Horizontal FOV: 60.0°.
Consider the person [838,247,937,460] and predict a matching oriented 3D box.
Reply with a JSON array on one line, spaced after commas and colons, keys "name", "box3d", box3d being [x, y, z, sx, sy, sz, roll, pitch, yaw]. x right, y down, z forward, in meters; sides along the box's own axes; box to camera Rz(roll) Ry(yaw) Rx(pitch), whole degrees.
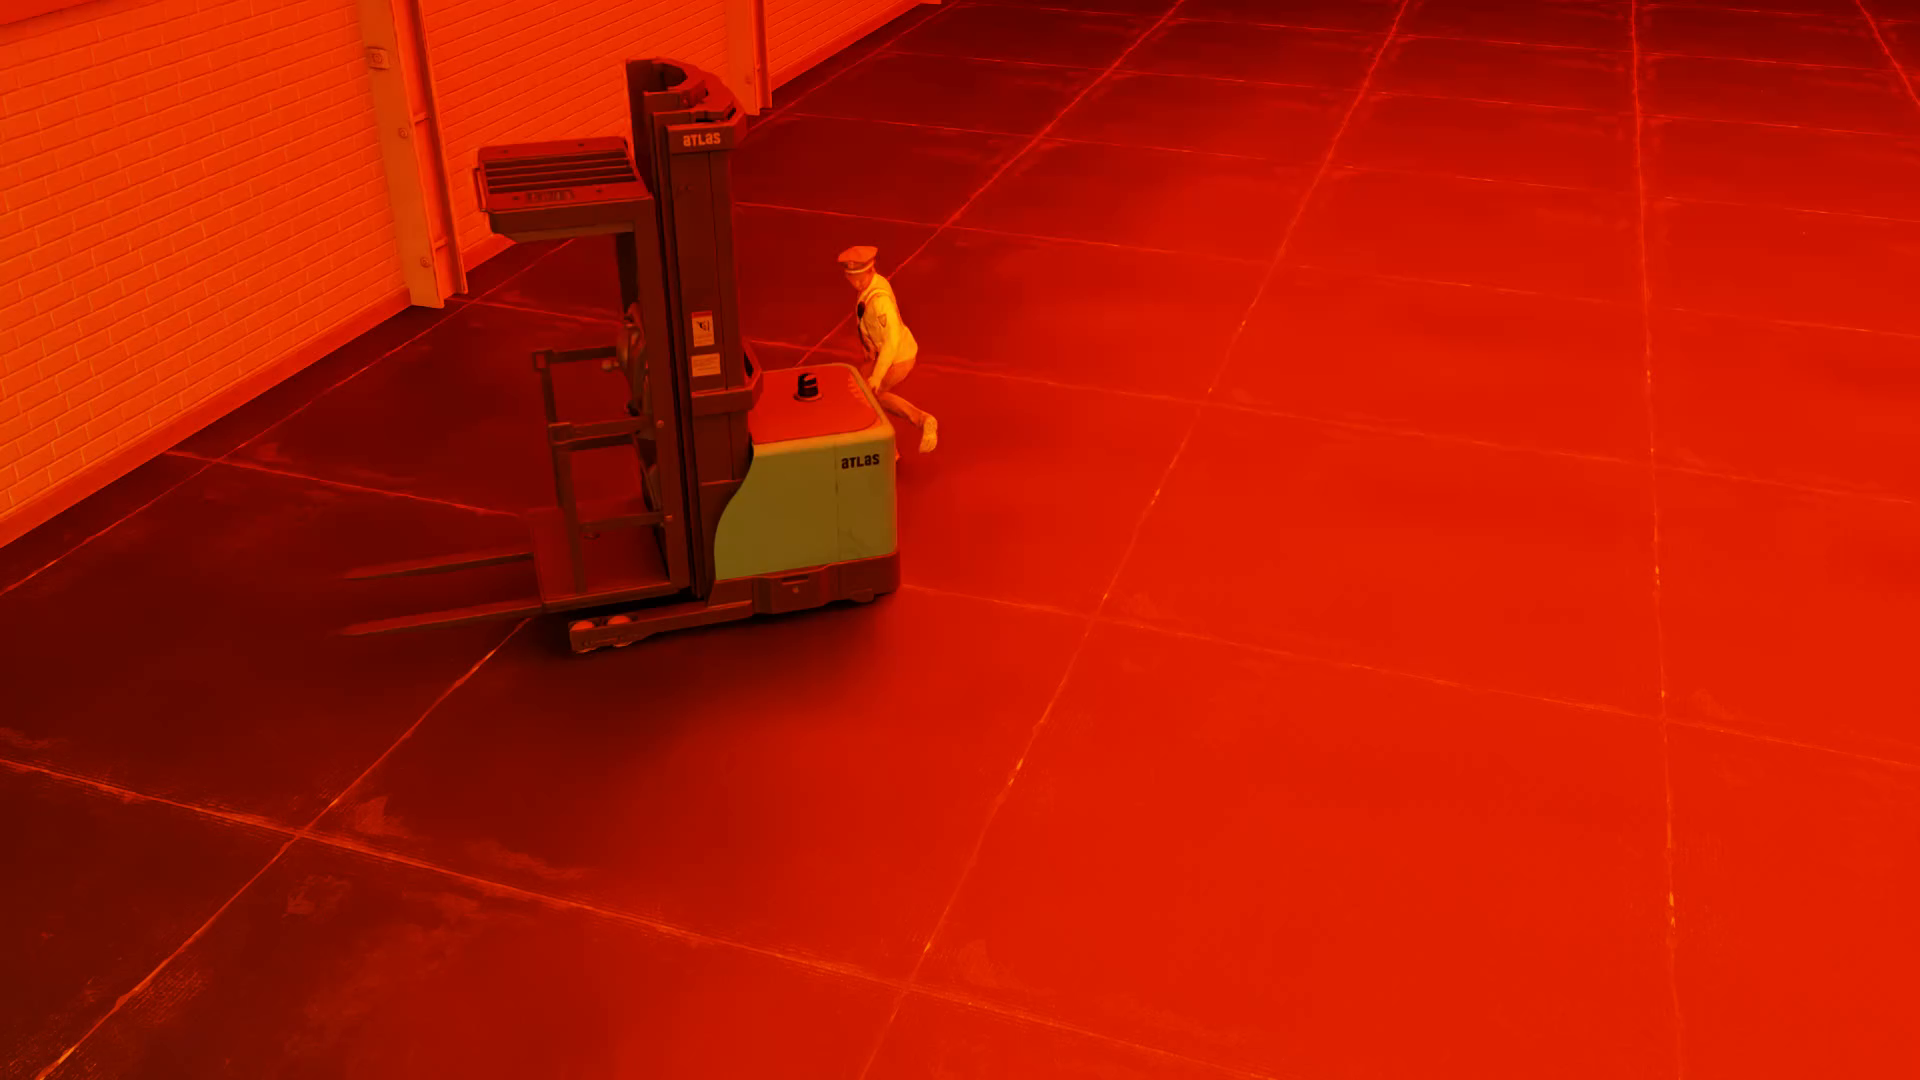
[{"name": "person", "box3d": [-0.457, -1.191, 10.738, 0.609, 1.465, 0.757, 4, 30, 7]}]

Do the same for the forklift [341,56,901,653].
[{"name": "forklift", "box3d": [-1.914, -0.954, 8.811, 3.031, 2.935, 1.130, -9, 31, -15]}]
